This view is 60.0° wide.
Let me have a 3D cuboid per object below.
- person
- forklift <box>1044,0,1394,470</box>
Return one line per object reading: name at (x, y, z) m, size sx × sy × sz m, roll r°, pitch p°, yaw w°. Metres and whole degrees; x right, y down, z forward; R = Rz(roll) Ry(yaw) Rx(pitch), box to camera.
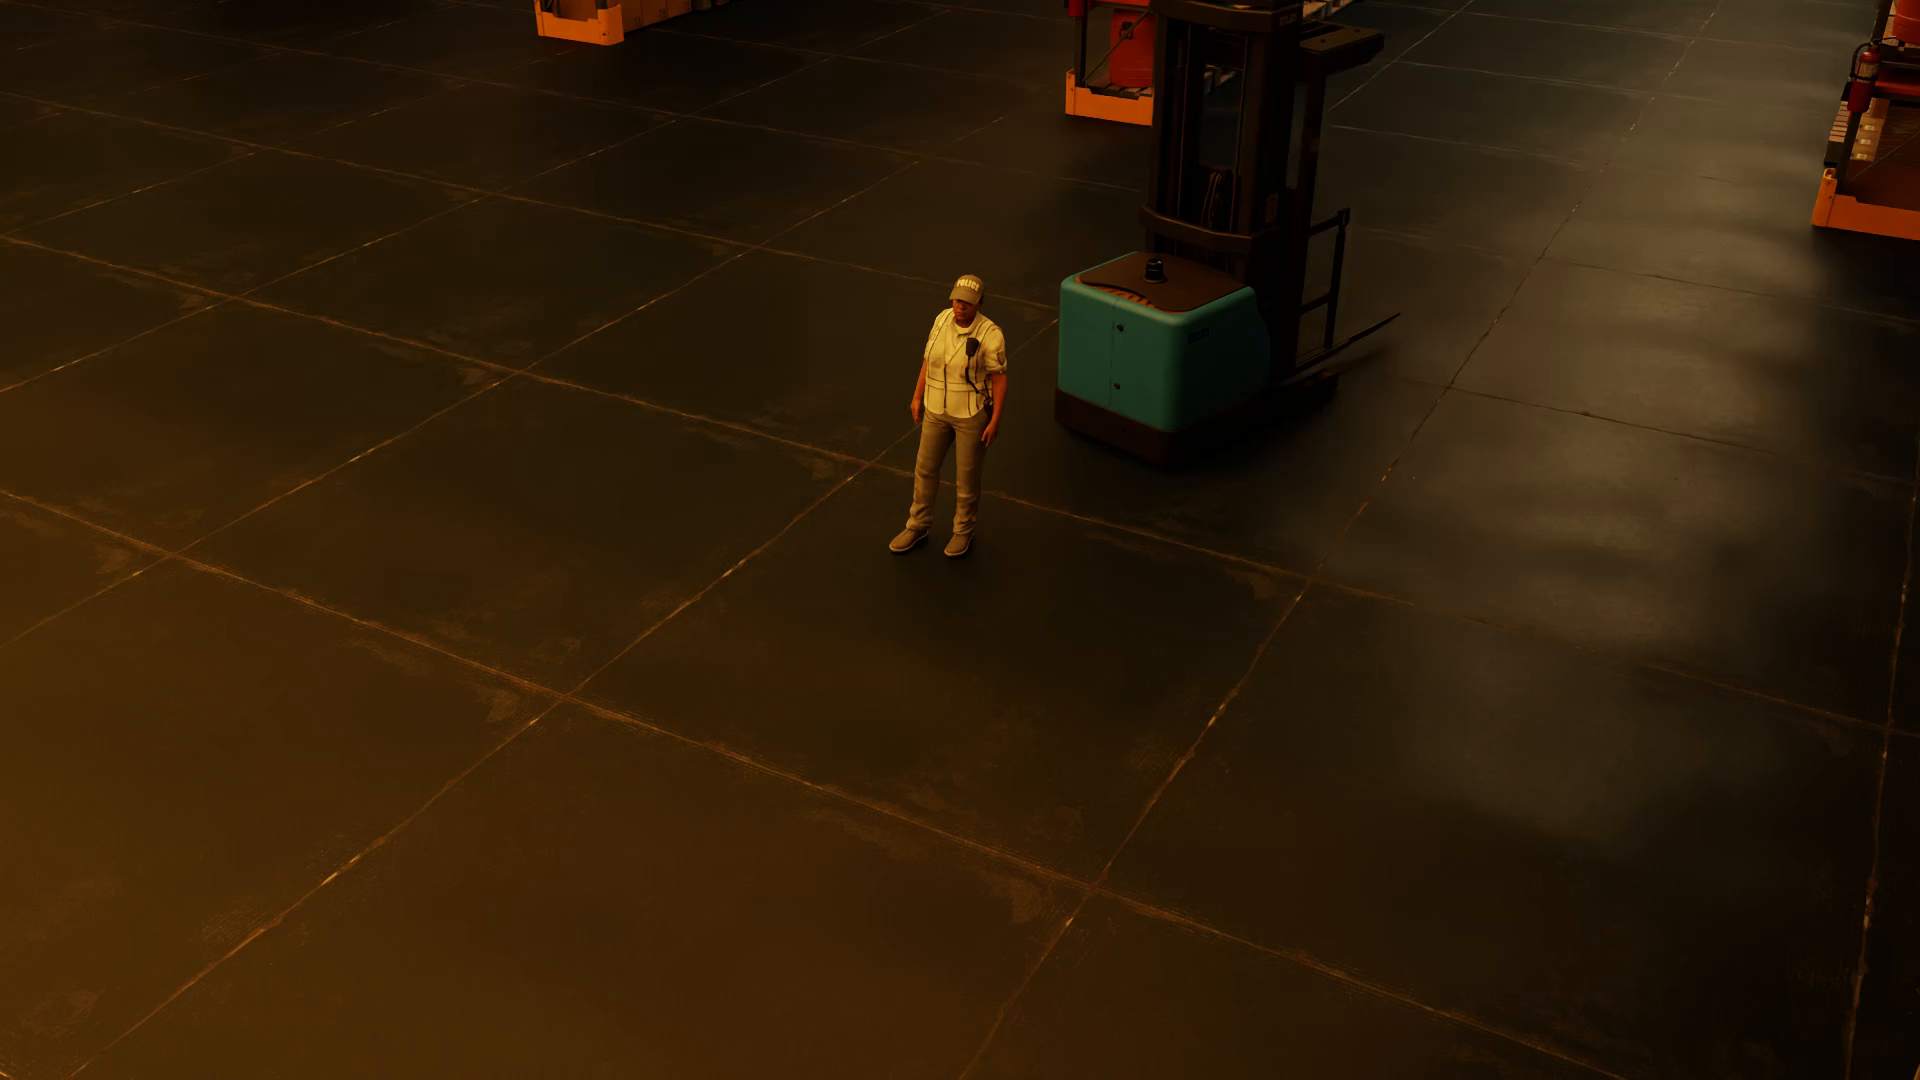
person at (-0.057, -0.701, 9.534) m, size 0.598 × 1.670 × 0.529 m, roll 15°, pitch 33°, yaw 25°
forklift at (1.962, -2.351, 11.145) m, size 1.130 × 2.935 × 3.031 m, roll 26°, pitch 39°, yaw 38°
